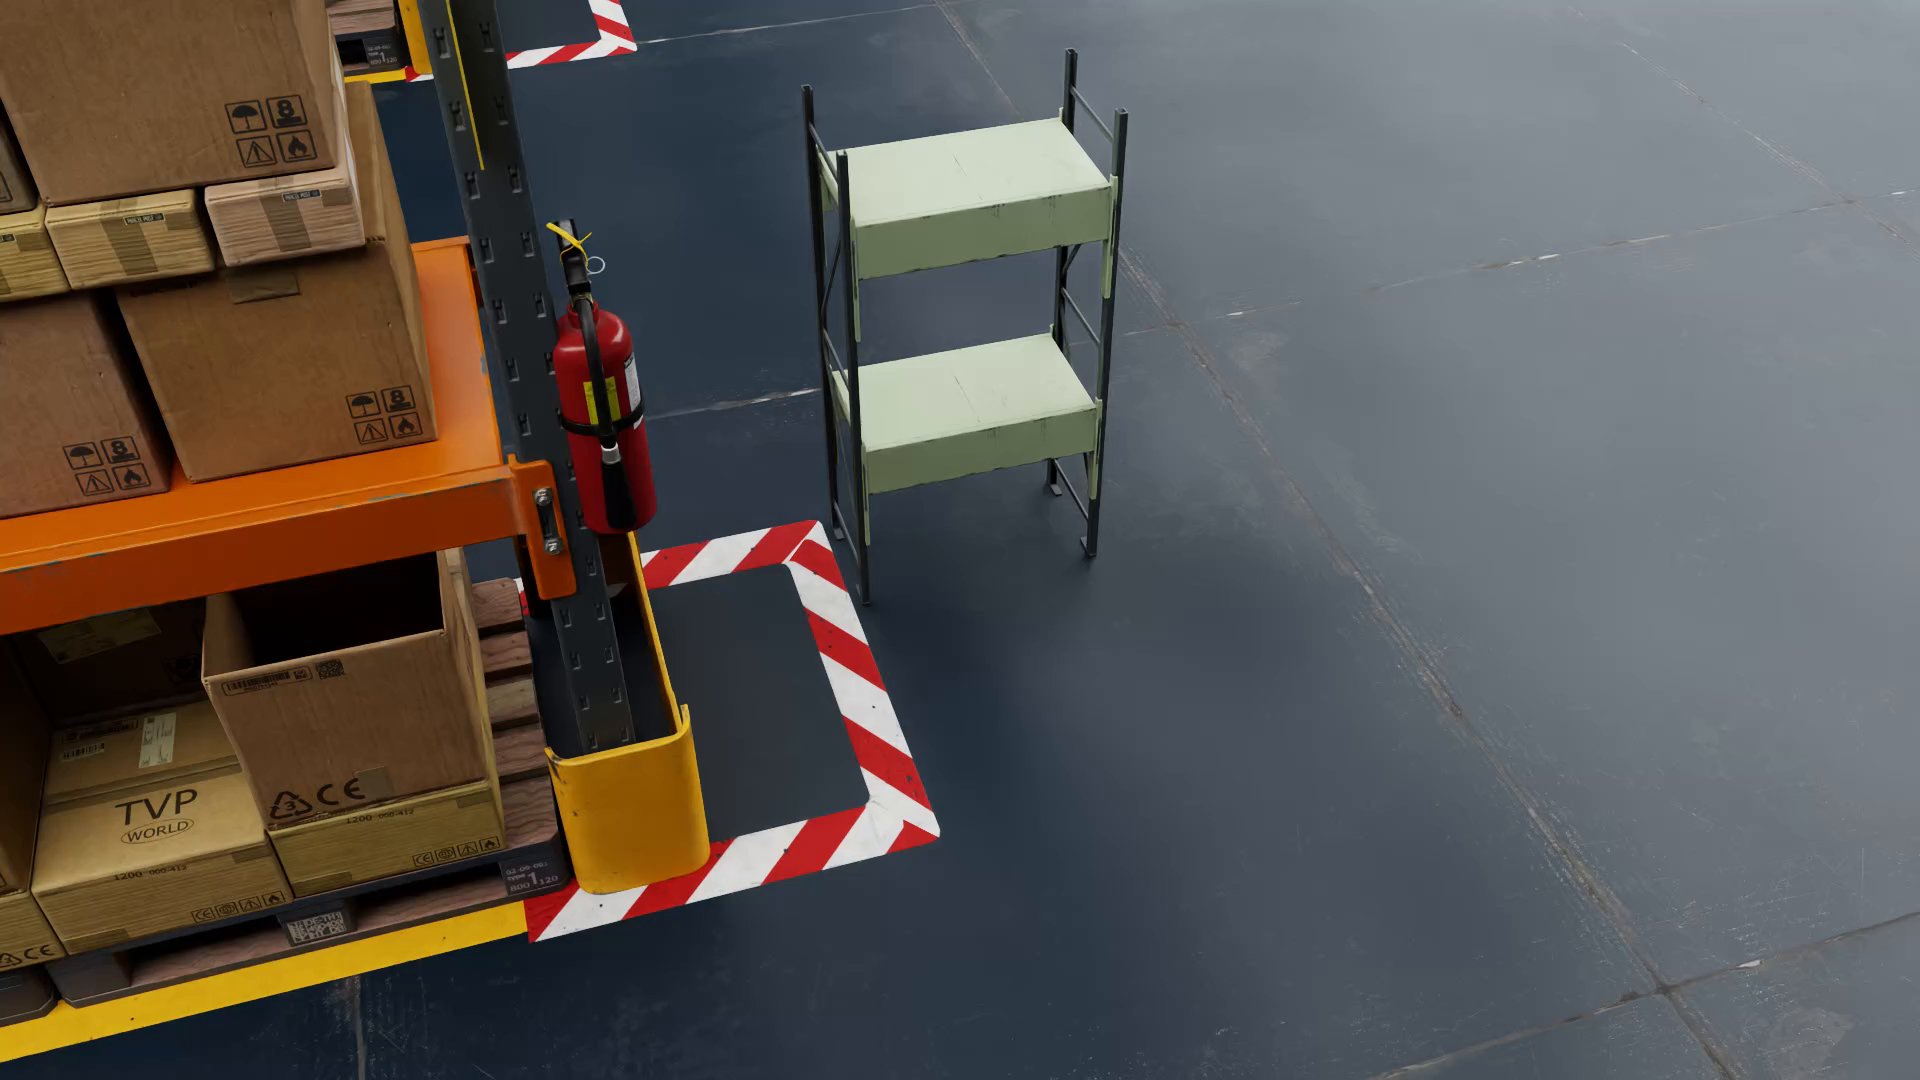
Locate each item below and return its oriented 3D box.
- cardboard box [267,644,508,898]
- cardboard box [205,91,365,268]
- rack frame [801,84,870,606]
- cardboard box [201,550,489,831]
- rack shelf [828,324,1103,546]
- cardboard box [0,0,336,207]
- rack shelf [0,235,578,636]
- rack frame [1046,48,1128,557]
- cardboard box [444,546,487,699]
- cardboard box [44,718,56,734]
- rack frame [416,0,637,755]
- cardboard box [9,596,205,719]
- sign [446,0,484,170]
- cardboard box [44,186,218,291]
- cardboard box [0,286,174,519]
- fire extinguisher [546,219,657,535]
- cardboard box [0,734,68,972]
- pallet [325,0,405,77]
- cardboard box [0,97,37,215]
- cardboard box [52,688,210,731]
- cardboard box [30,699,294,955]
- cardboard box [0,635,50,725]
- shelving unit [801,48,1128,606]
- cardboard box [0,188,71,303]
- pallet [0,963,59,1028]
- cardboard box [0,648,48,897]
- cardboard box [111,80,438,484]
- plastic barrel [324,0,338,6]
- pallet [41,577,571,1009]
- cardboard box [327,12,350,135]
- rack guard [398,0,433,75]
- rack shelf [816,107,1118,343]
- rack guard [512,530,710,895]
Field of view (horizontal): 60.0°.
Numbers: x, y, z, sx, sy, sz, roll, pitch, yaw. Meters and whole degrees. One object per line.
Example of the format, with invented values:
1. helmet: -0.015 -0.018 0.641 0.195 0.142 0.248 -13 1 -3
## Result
1. cardboard box: -1.417 0.555 4.105 0.500 0.250 0.500 -12 42 -13
2. cardboard box: -1.301 -0.700 3.203 0.250 0.149 0.380 -12 43 -14
3. rack frame: -0.343 -0.494 4.675 0.023 1.500 0.400 -12 42 -13
4. cardboard box: -1.416 0.274 3.857 0.500 0.500 0.500 -12 42 -13
5. rack shelf: 0.006 -0.321 4.973 0.720 0.370 0.431 -12 42 -13
6. cardboard box: -1.494 -1.045 3.104 0.500 0.500 0.700 -12 42 -13
7. rack shelf: -2.902 0.053 3.457 4.000 0.370 1.077 -12 42 -13
8. rack frame: 0.355 -0.638 4.841 0.023 1.500 0.400 -12 42 -13
9. cardboard box: -1.573 0.230 4.477 0.500 0.250 0.500 -12 42 -13
10. cardboard box: -2.525 0.430 4.249 0.500 0.250 0.500 -12 42 -13
11. rack frame: -0.994 -0.613 3.672 0.127 3.000 1.000 -12 42 -13
12. cardboard box: -2.049 0.048 4.116 0.500 0.500 0.500 -12 42 -13
13. sign: -0.844 -0.795 2.821 0.005 0.325 0.100 -12 42 -13
14. cardboard box: -1.551 -0.648 3.143 0.250 0.149 0.380 -11 42 -12
15. cardboard box: -1.943 -0.460 3.421 0.500 0.500 0.700 -11 42 -12
16. fire extinguisher: -0.742 -0.316 3.391 0.183 0.674 0.296 -12 42 -13
17. cardboard box: -2.367 0.762 3.869 0.500 0.250 0.500 -12 42 -13
18. pallet: -3.313 -2.471 7.918 1.213 0.211 1.003 -12 42 -13
19. cardboard box: -1.994 -0.938 2.981 0.500 0.500 0.700 -13 43 -14
20. cardboard box: -2.048 0.331 4.362 0.500 0.250 0.500 -12 42 -13
21. cardboard box: -1.890 0.662 3.984 0.500 0.250 0.500 -12 42 -13
22. cardboard box: -2.522 0.155 3.994 0.500 0.500 0.500 -12 42 -13
23. shelving unit: 0.006 -0.566 4.758 0.755 1.500 0.431 -12 42 -13
24. cardboard box: -1.794 -0.597 3.085 0.250 0.149 0.380 -12 43 -14
25. pallet: -2.873 0.853 4.113 1.213 0.211 1.003 -12 42 -13
26. cardboard box: -2.366 0.481 3.620 0.500 0.500 0.500 -12 42 -13
27. cardboard box: -1.443 -0.567 3.543 0.500 0.500 0.700 -12 42 -13
28. plastic barrel: -3.083 -2.766 7.708 0.421 0.512 0.421 0 41 0
29. pallet: -1.711 0.614 4.387 1.213 0.211 1.003 -12 42 -13
30. cardboard box: -1.433 -0.953 3.492 0.250 0.149 0.380 -12 43 -13
31. rack guard: -2.537 -2.737 8.003 0.348 0.500 1.175 -12 42 -13
32. rack shelf: 0.006 -0.860 4.501 0.720 0.370 0.431 -12 42 -13
33. rack guard: -0.971 0.323 4.500 0.348 0.500 1.175 -12 42 -13
